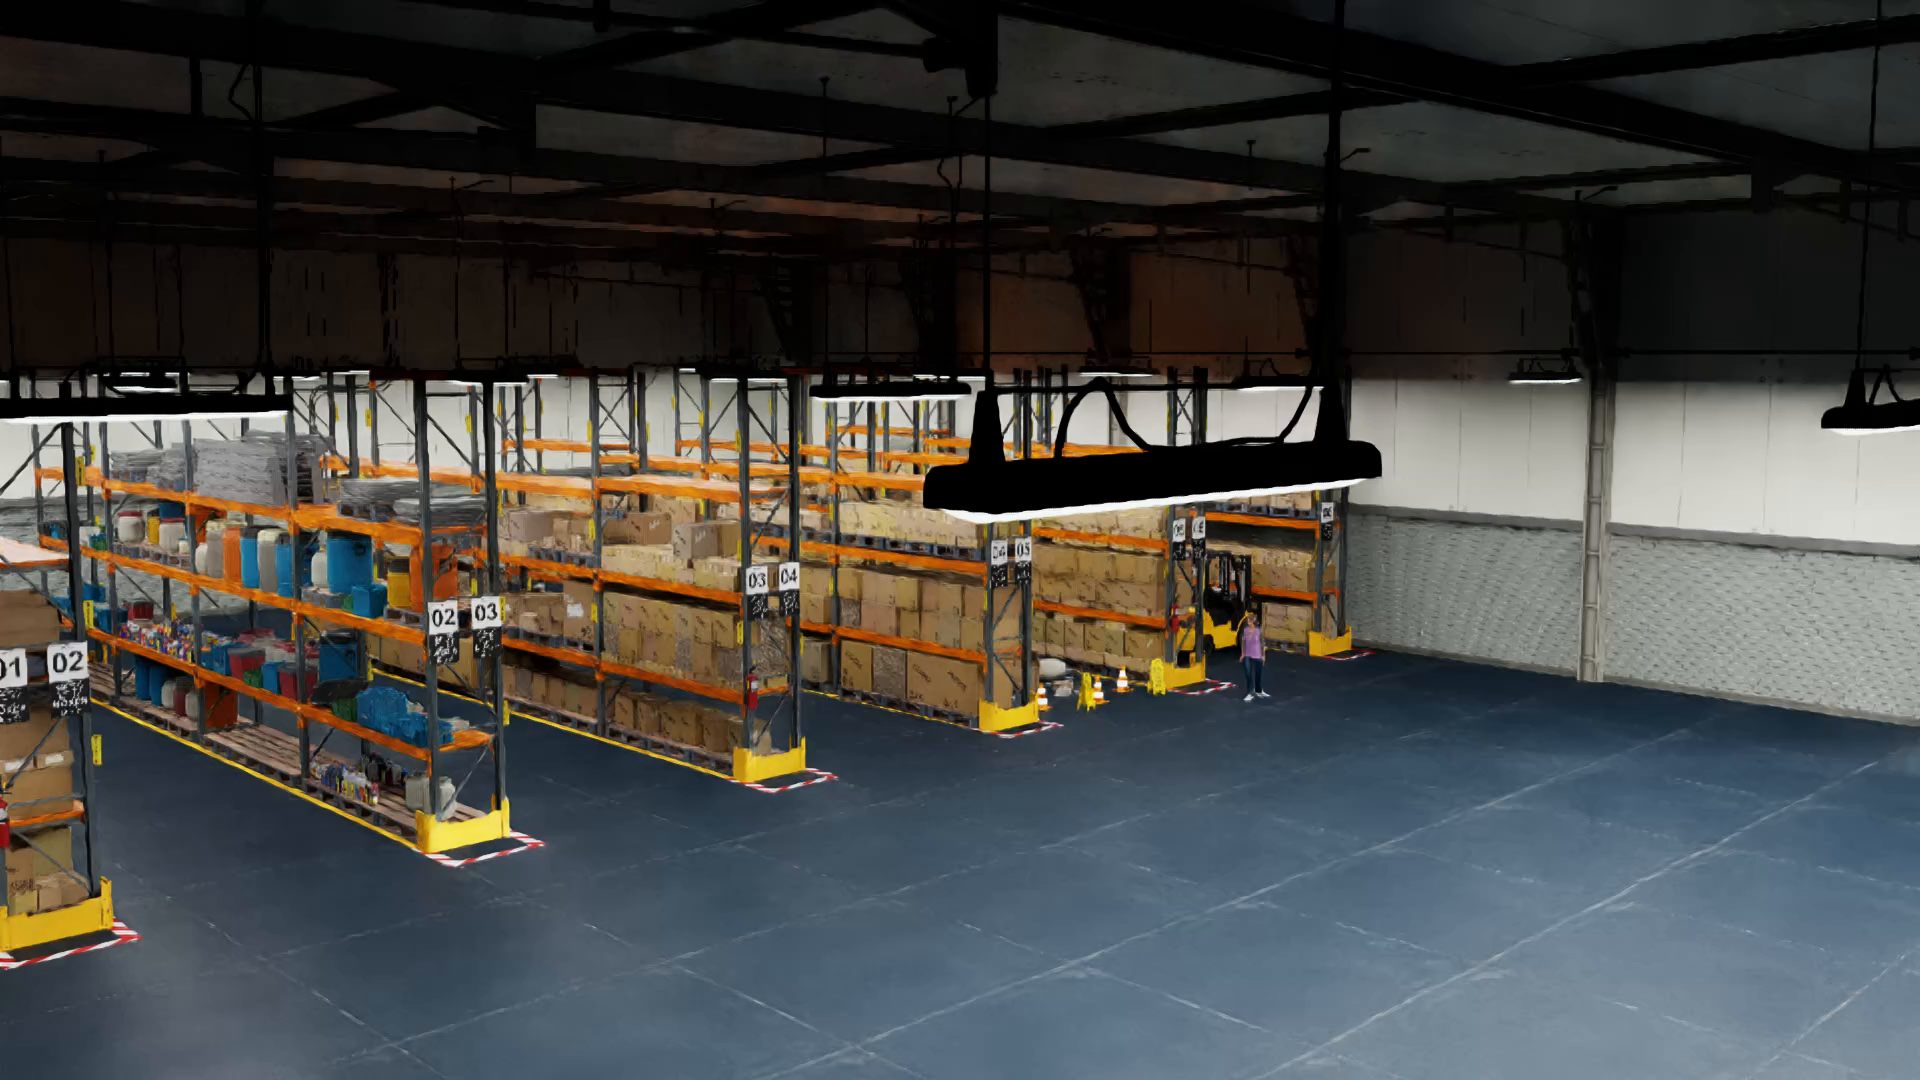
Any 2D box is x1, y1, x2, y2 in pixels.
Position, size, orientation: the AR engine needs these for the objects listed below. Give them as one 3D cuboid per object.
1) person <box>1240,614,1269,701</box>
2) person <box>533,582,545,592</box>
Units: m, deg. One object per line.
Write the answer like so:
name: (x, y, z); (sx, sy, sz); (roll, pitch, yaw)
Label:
person: (5.381, 2.124, 30.388); (0.514, 1.587, 0.484); (3, 7, 21)
person: (-8.303, 1.721, 33.002); (0.625, 1.767, 0.492); (3, 7, 24)
